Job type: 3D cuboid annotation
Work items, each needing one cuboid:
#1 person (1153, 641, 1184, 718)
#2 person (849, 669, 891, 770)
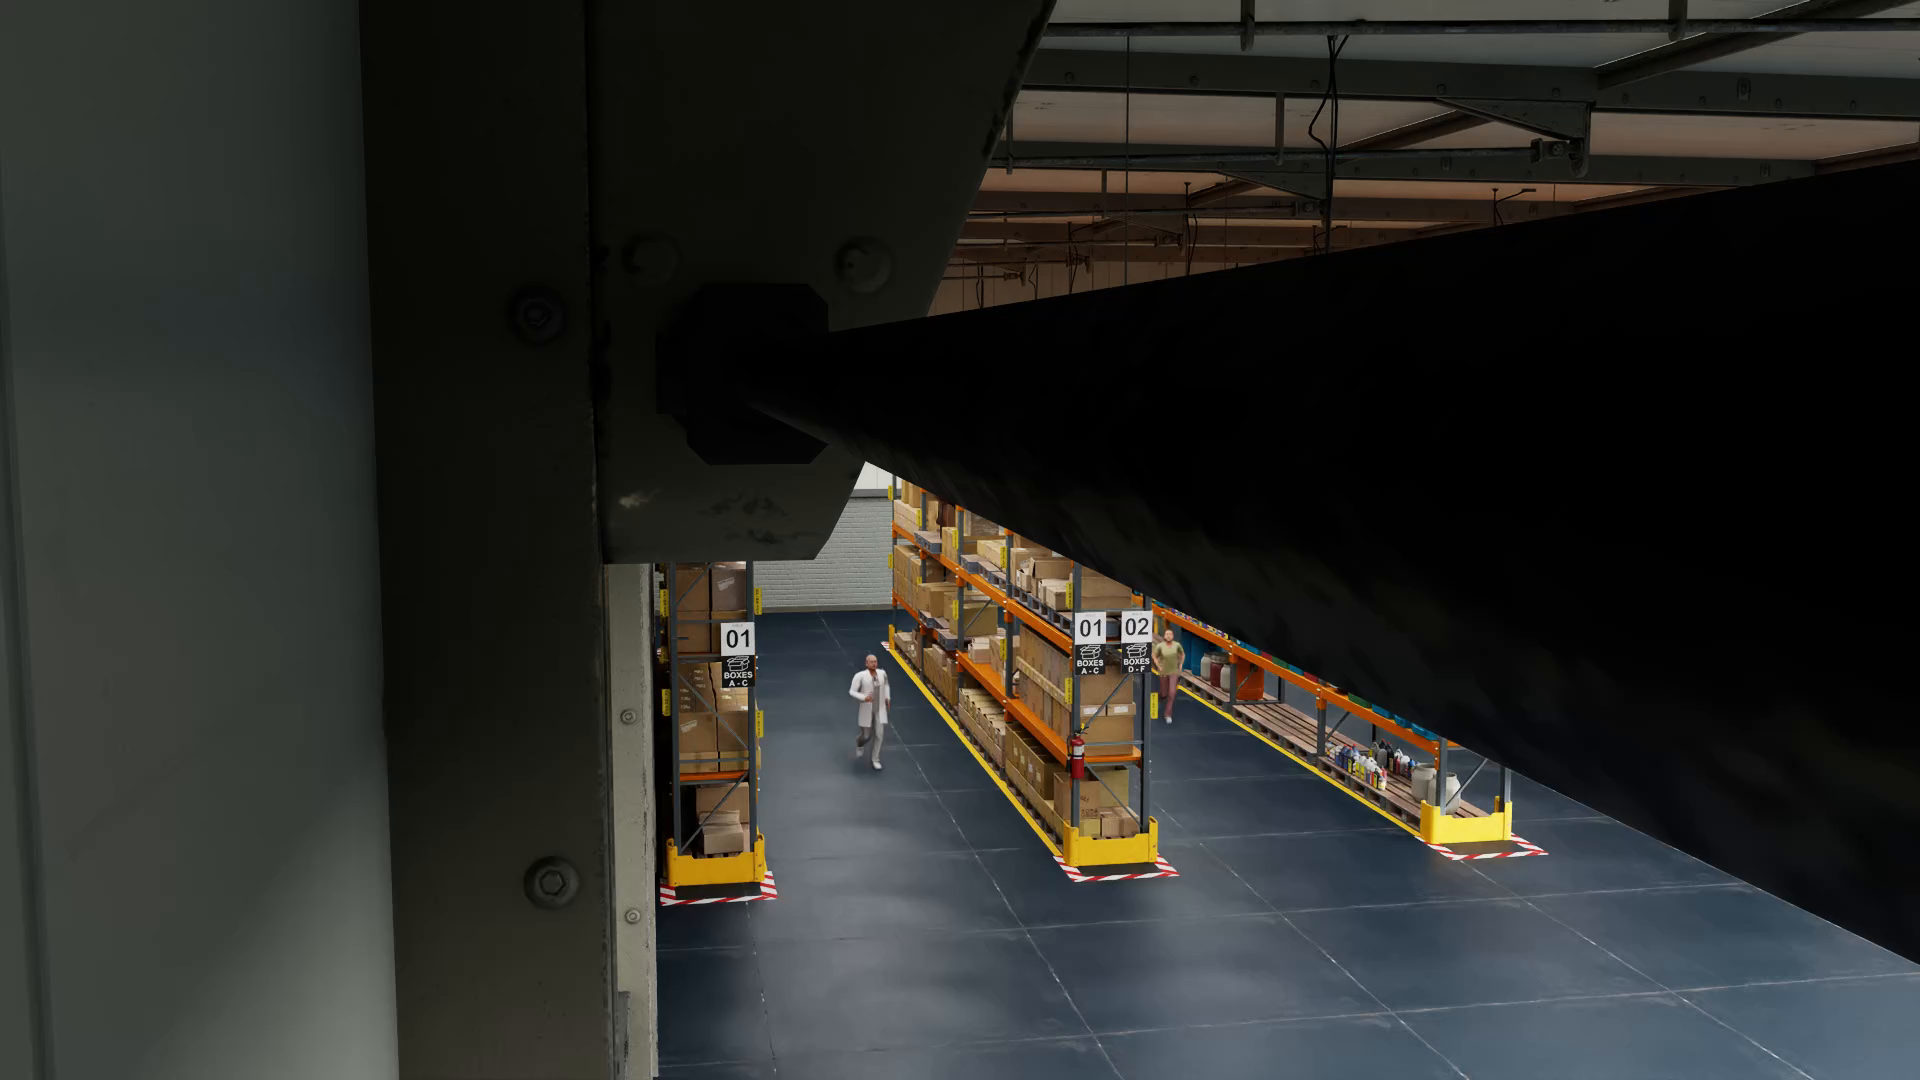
[{"bbox_3d":[3.678,2.440,29.361,0.543,1.335,0.581,0,6,-1],"label":"person"},{"bbox_3d":[-1.392,2.763,25.963,0.718,1.523,0.834,-3,7,-24],"label":"person"}]
